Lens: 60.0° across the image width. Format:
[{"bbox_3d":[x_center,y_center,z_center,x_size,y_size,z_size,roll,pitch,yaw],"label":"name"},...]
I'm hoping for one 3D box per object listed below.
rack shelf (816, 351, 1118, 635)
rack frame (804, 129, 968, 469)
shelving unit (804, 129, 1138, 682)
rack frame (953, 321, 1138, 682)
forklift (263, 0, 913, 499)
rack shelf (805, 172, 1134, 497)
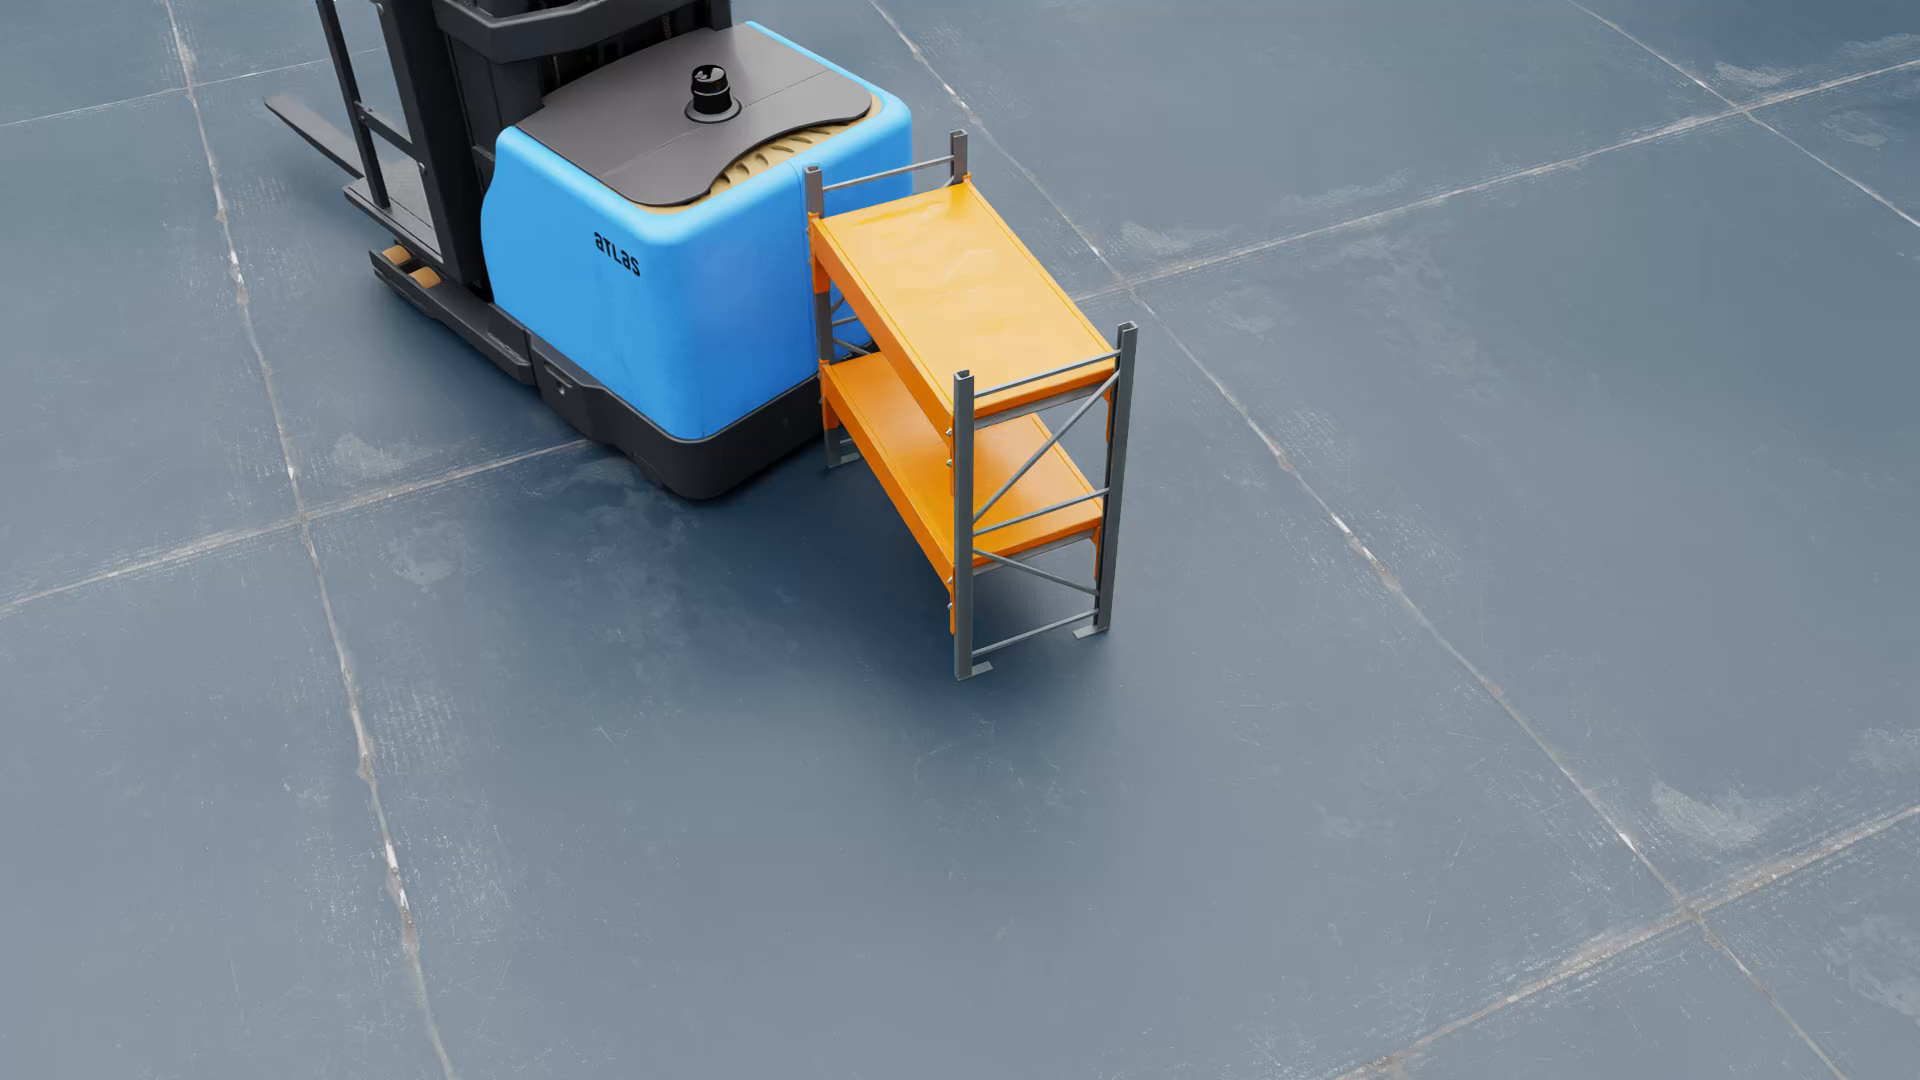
[{"bbox_3d":[0.003,-0.222,5.022,0.538,0.278,1.000,-18,47,-17],"label":"rack shelf"},{"bbox_3d":[-0.211,-0.720,5.179,0.500,1.125,0.032,-18,47,-17],"label":"rack frame"},{"bbox_3d":[0.003,-0.396,4.851,0.538,1.125,1.048,-18,47,-17],"label":"shelving unit"},{"bbox_3d":[0.217,-0.072,4.522,0.500,1.125,0.032,-18,47,-17],"label":"rack frame"},{"bbox_3d":[-1.530,-2.101,5.293,3.031,2.935,1.130,35,54,30],"label":"forklift"},{"bbox_3d":[0.003,-0.604,4.645,0.538,0.278,1.000,-18,47,-17],"label":"rack shelf"}]
